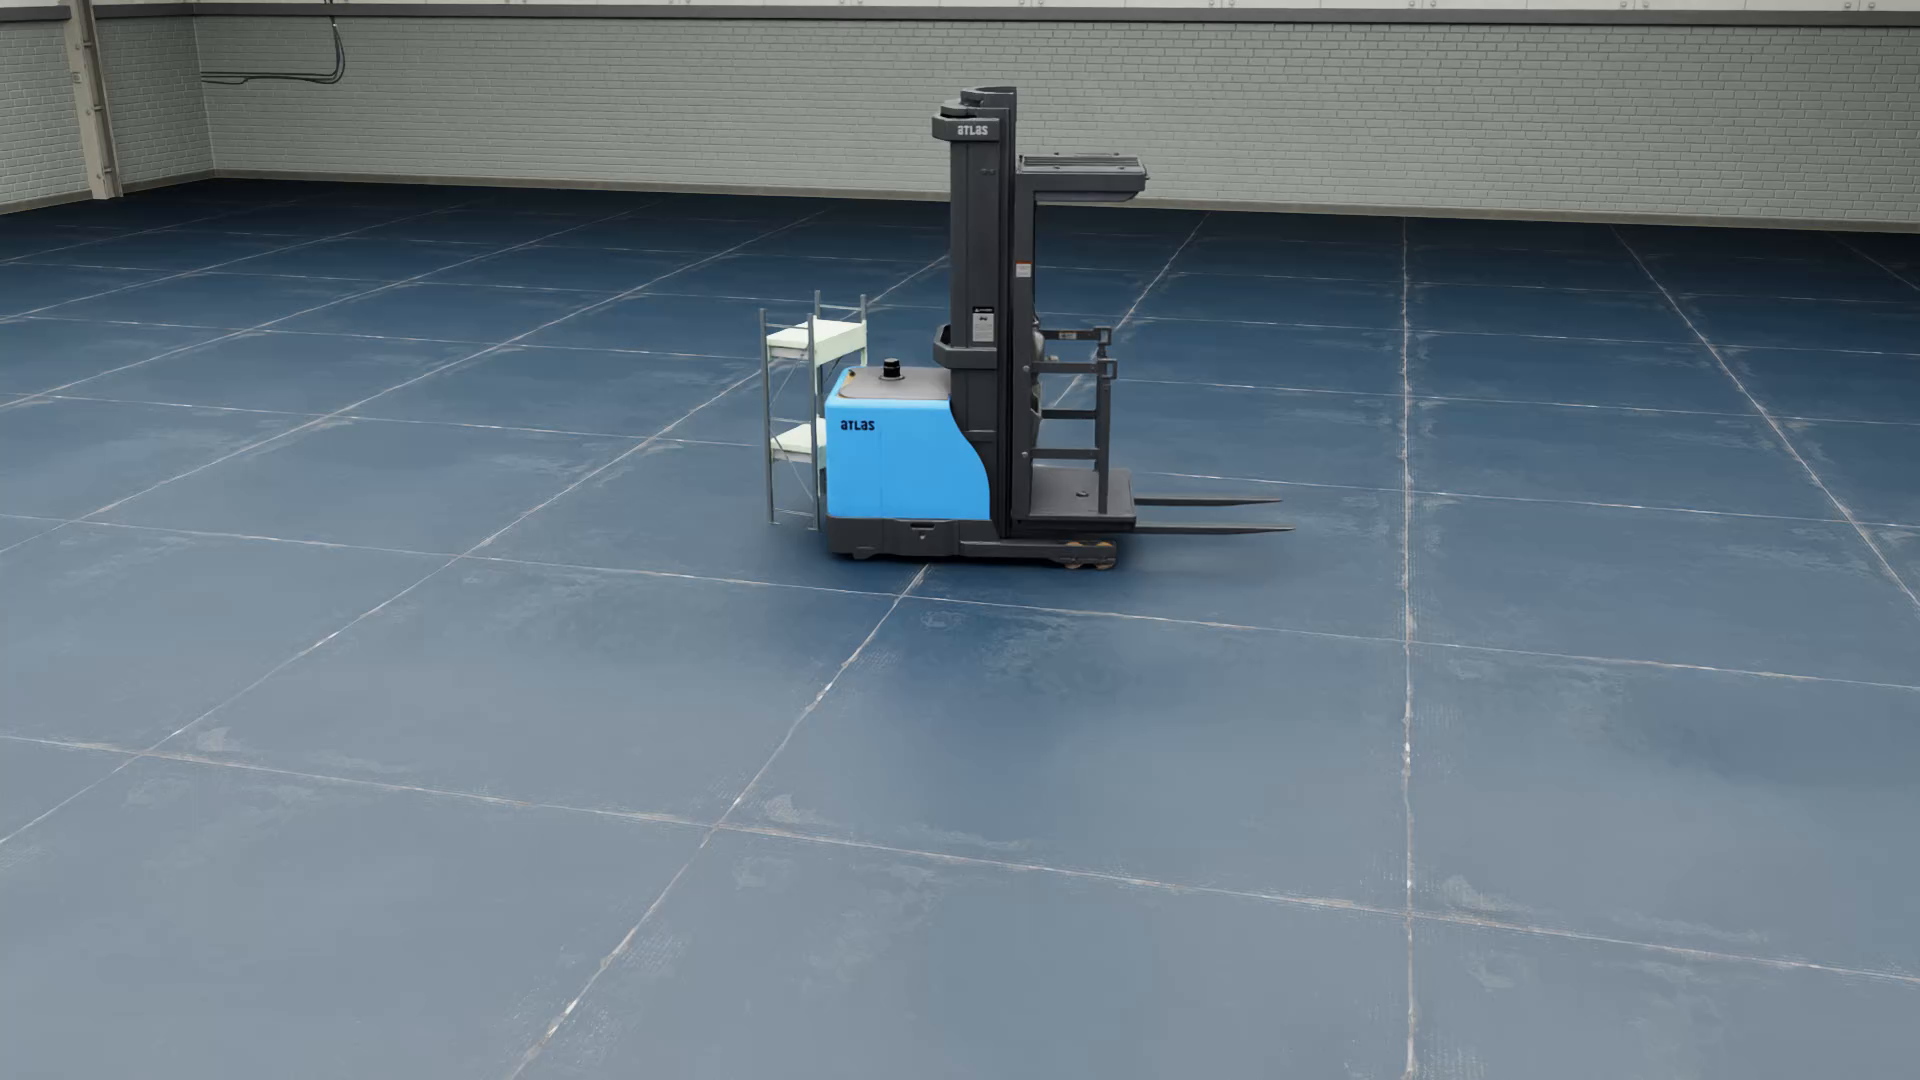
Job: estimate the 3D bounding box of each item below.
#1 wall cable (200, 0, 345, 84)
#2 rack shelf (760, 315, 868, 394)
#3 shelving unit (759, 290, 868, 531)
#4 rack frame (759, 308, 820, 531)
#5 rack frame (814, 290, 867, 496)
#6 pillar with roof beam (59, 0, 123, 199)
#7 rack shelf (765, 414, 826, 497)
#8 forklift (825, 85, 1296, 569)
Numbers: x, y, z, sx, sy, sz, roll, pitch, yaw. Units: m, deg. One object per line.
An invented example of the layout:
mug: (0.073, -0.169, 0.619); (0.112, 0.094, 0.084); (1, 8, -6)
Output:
wall cable: (-12.449, -9.414, 29.630); (3.097, 2.526, 0.112); (5, 19, 13)
rack shelf: (-0.991, -1.277, 11.398); (0.431, 0.370, 0.720); (9, 21, 24)
shelving unit: (-0.991, -0.907, 11.524); (0.431, 1.500, 0.755); (9, 21, 24)
rack frame: (-1.147, -0.800, 11.211); (0.400, 1.500, 0.023); (9, 21, 24)
rack frame: (-0.836, -1.015, 11.838); (0.400, 1.500, 0.023); (9, 21, 24)
pillar with roof beam: (-10.276, -9.724, 25.735); (9.100, 9.000, 0.400); (5, 19, 13)
rack shelf: (-0.991, -0.599, 11.629); (0.431, 0.370, 0.720); (9, 21, 24)
forklift: (0.667, -1.380, 10.693); (3.031, 2.935, 1.130); (1, 19, 3)
